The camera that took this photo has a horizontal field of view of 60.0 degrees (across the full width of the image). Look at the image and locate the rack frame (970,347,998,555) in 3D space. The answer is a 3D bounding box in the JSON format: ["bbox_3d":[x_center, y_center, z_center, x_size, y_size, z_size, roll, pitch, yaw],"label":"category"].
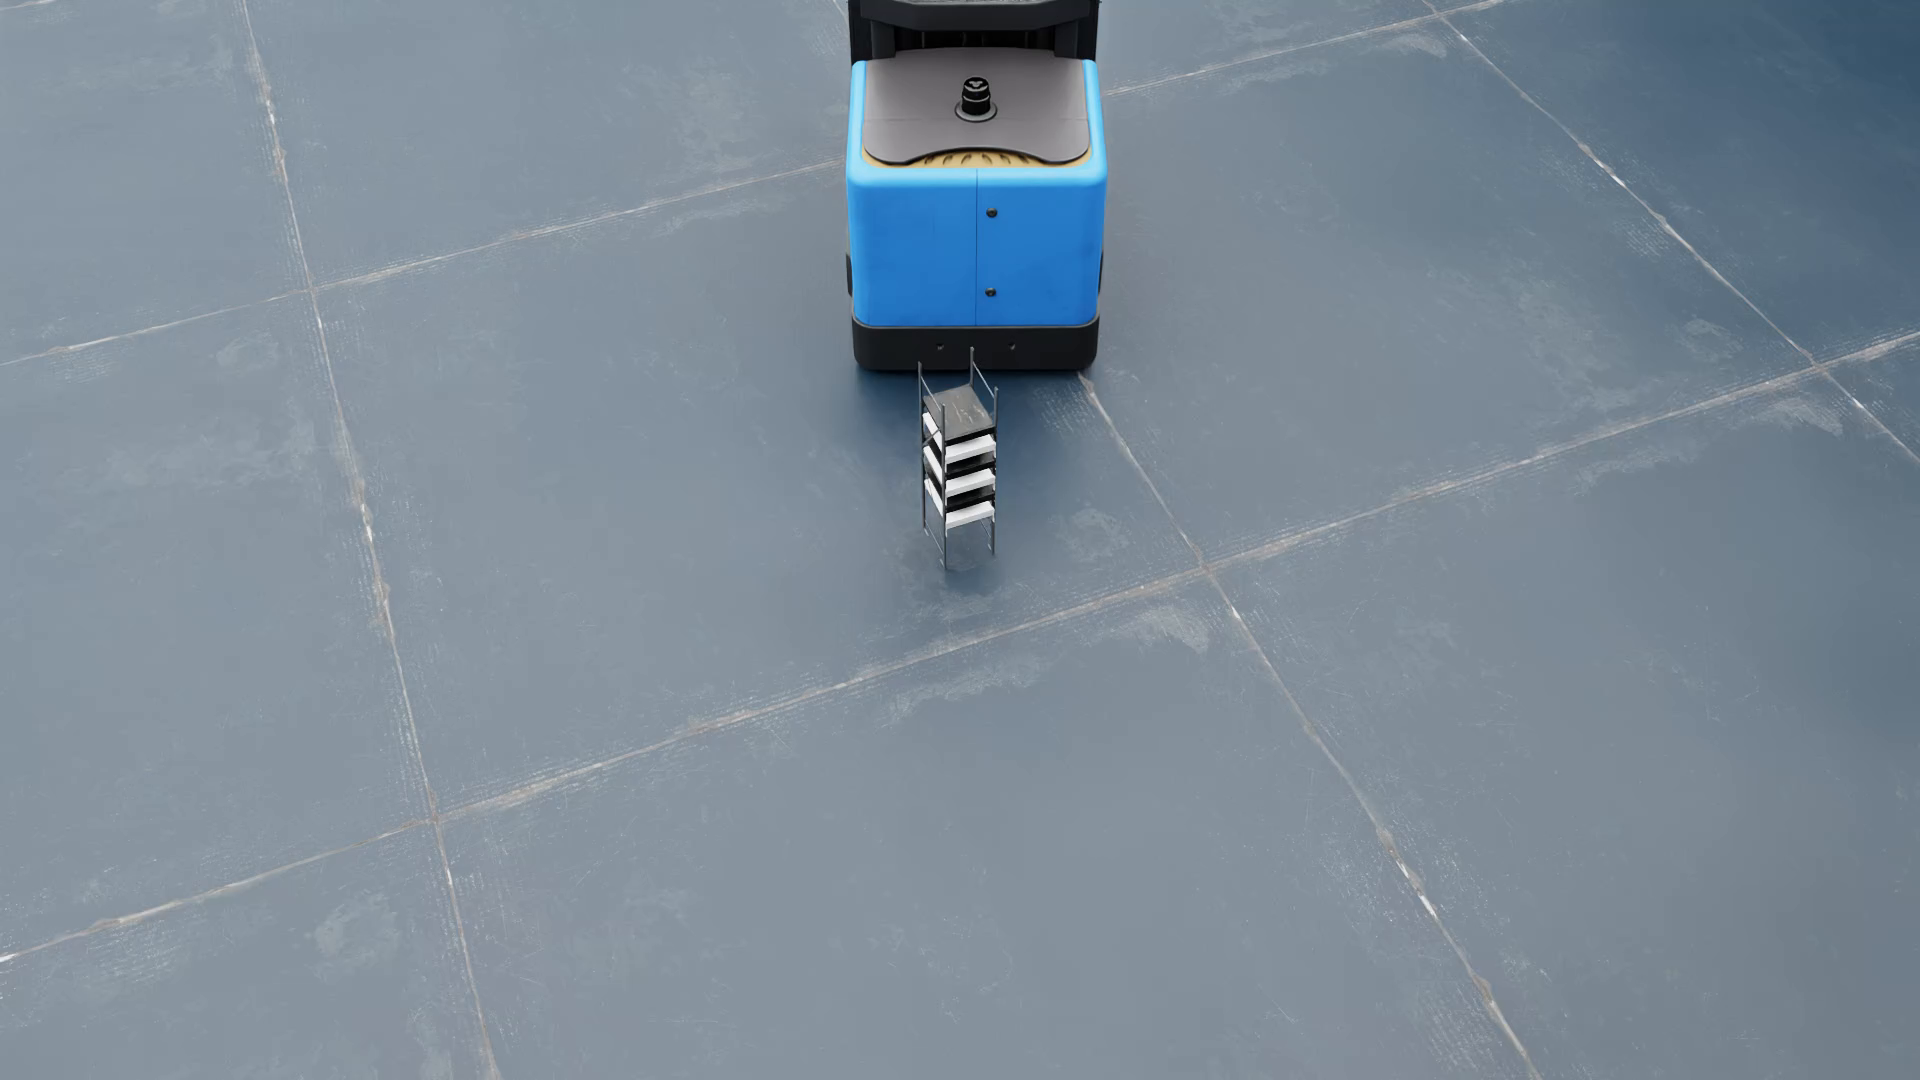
[{"bbox_3d":[0.087,-0.320,6.272,0.006,0.900,0.240,-17,52,-14],"label":"rack frame"}]

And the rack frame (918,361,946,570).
[{"bbox_3d":[-0.102,-0.262,6.222,0.006,0.900,0.240,-17,52,-14],"label":"rack frame"}]

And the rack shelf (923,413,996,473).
[{"bbox_3d":[-0.008,-0.386,6.136,0.200,0.077,0.258,-17,52,-14],"label":"rack shelf"}]

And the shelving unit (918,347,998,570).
[{"bbox_3d":[-0.008,-0.291,6.247,0.210,0.900,0.258,-17,52,-14],"label":"shelving unit"}]

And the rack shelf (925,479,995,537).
[{"bbox_3d":[-0.008,-0.152,6.409,0.200,0.077,0.258,-17,52,-14],"label":"rack shelf"}]

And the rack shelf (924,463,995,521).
[{"bbox_3d":[-0.008,-0.211,6.341,0.200,0.077,0.258,-17,52,-14],"label":"rack shelf"}]

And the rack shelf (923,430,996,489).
[{"bbox_3d":[-0.008,-0.328,6.204,0.200,0.077,0.258,-17,52,-14],"label":"rack shelf"}]

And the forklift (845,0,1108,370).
[{"bbox_3d":[0.056,-2.786,7.051,1.130,2.935,3.031,0,49,0],"label":"forklift"}]

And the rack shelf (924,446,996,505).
[{"bbox_3d":[-0.008,-0.269,6.273,0.200,0.077,0.258,-17,52,-14],"label":"rack shelf"}]

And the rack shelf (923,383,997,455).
[{"bbox_3d":[-0.008,-0.445,6.068,0.200,0.077,0.258,-17,52,-14],"label":"rack shelf"}]
